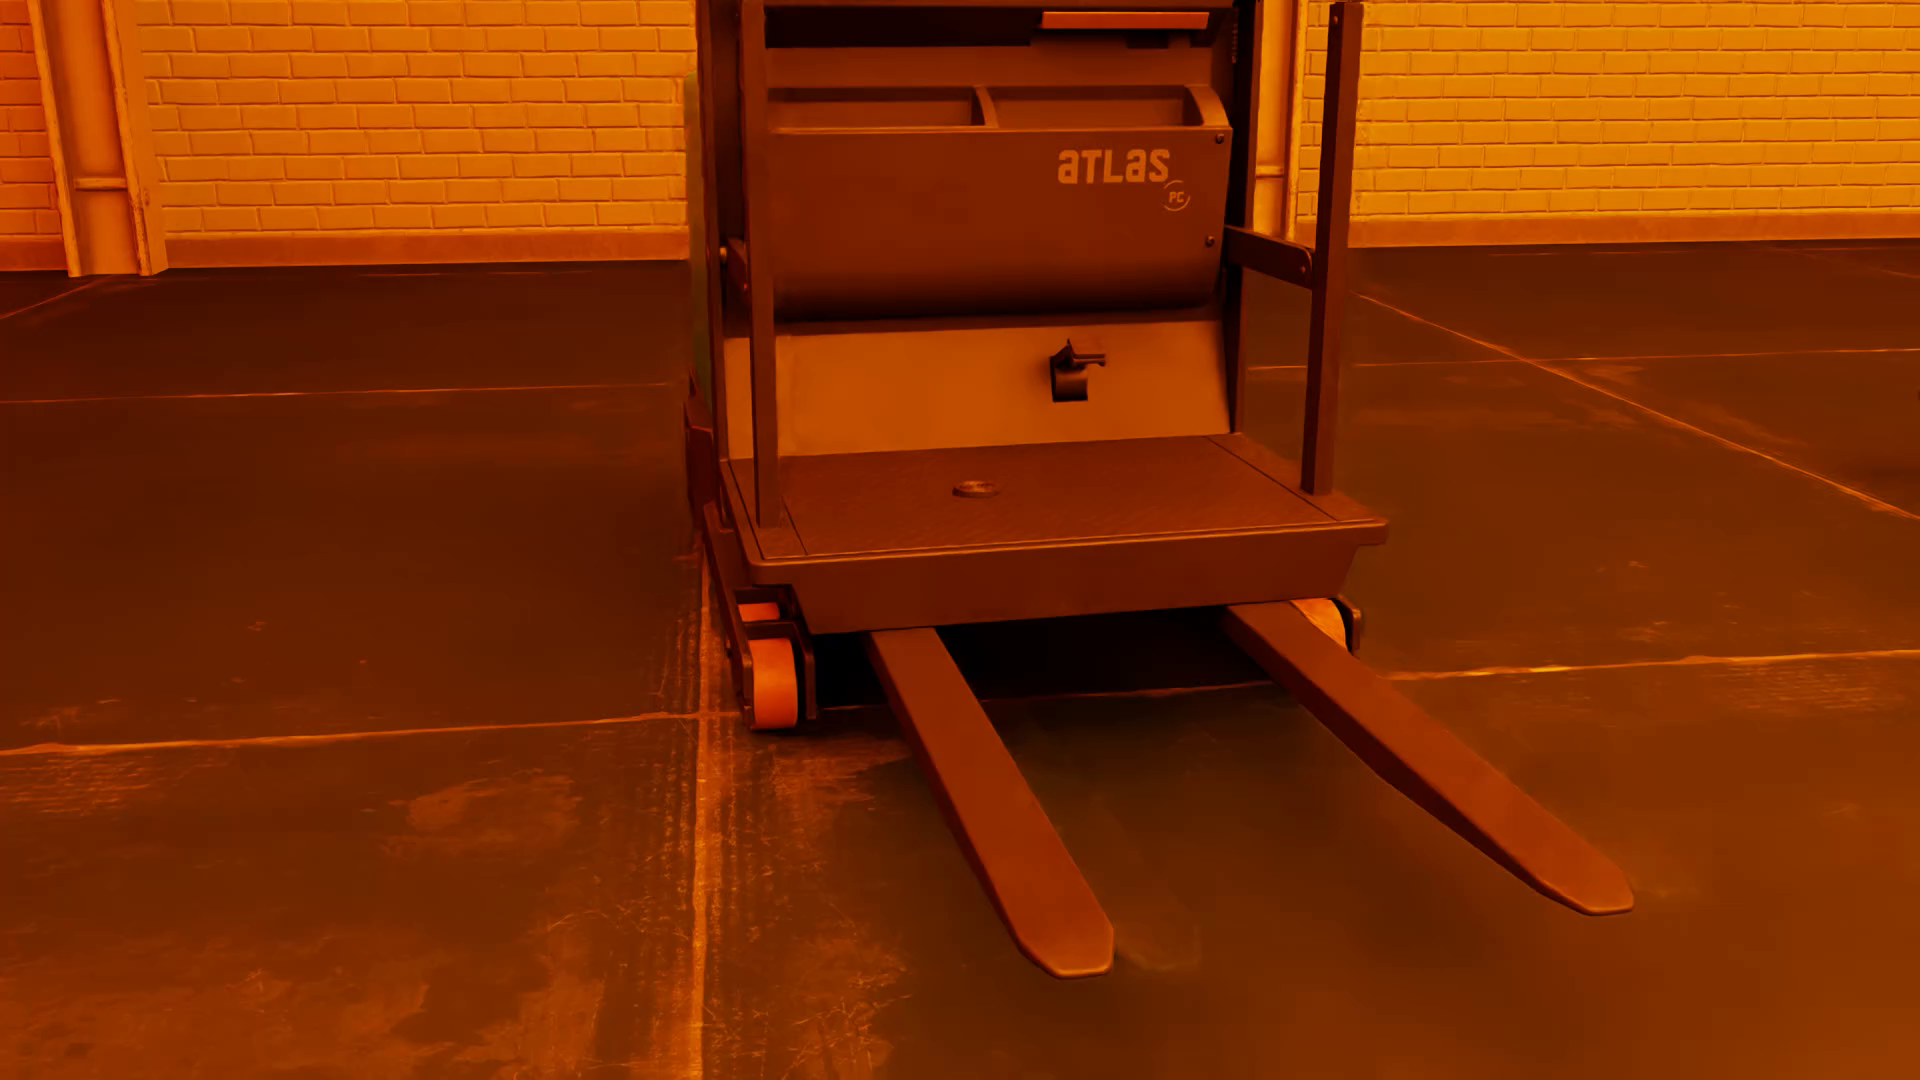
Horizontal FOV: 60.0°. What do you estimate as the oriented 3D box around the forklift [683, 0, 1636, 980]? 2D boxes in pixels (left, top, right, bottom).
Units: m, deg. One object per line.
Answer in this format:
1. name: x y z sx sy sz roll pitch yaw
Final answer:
1. forklift: 0.102 -1.189 2.833 1.130 2.935 3.031 -4 17 -12
